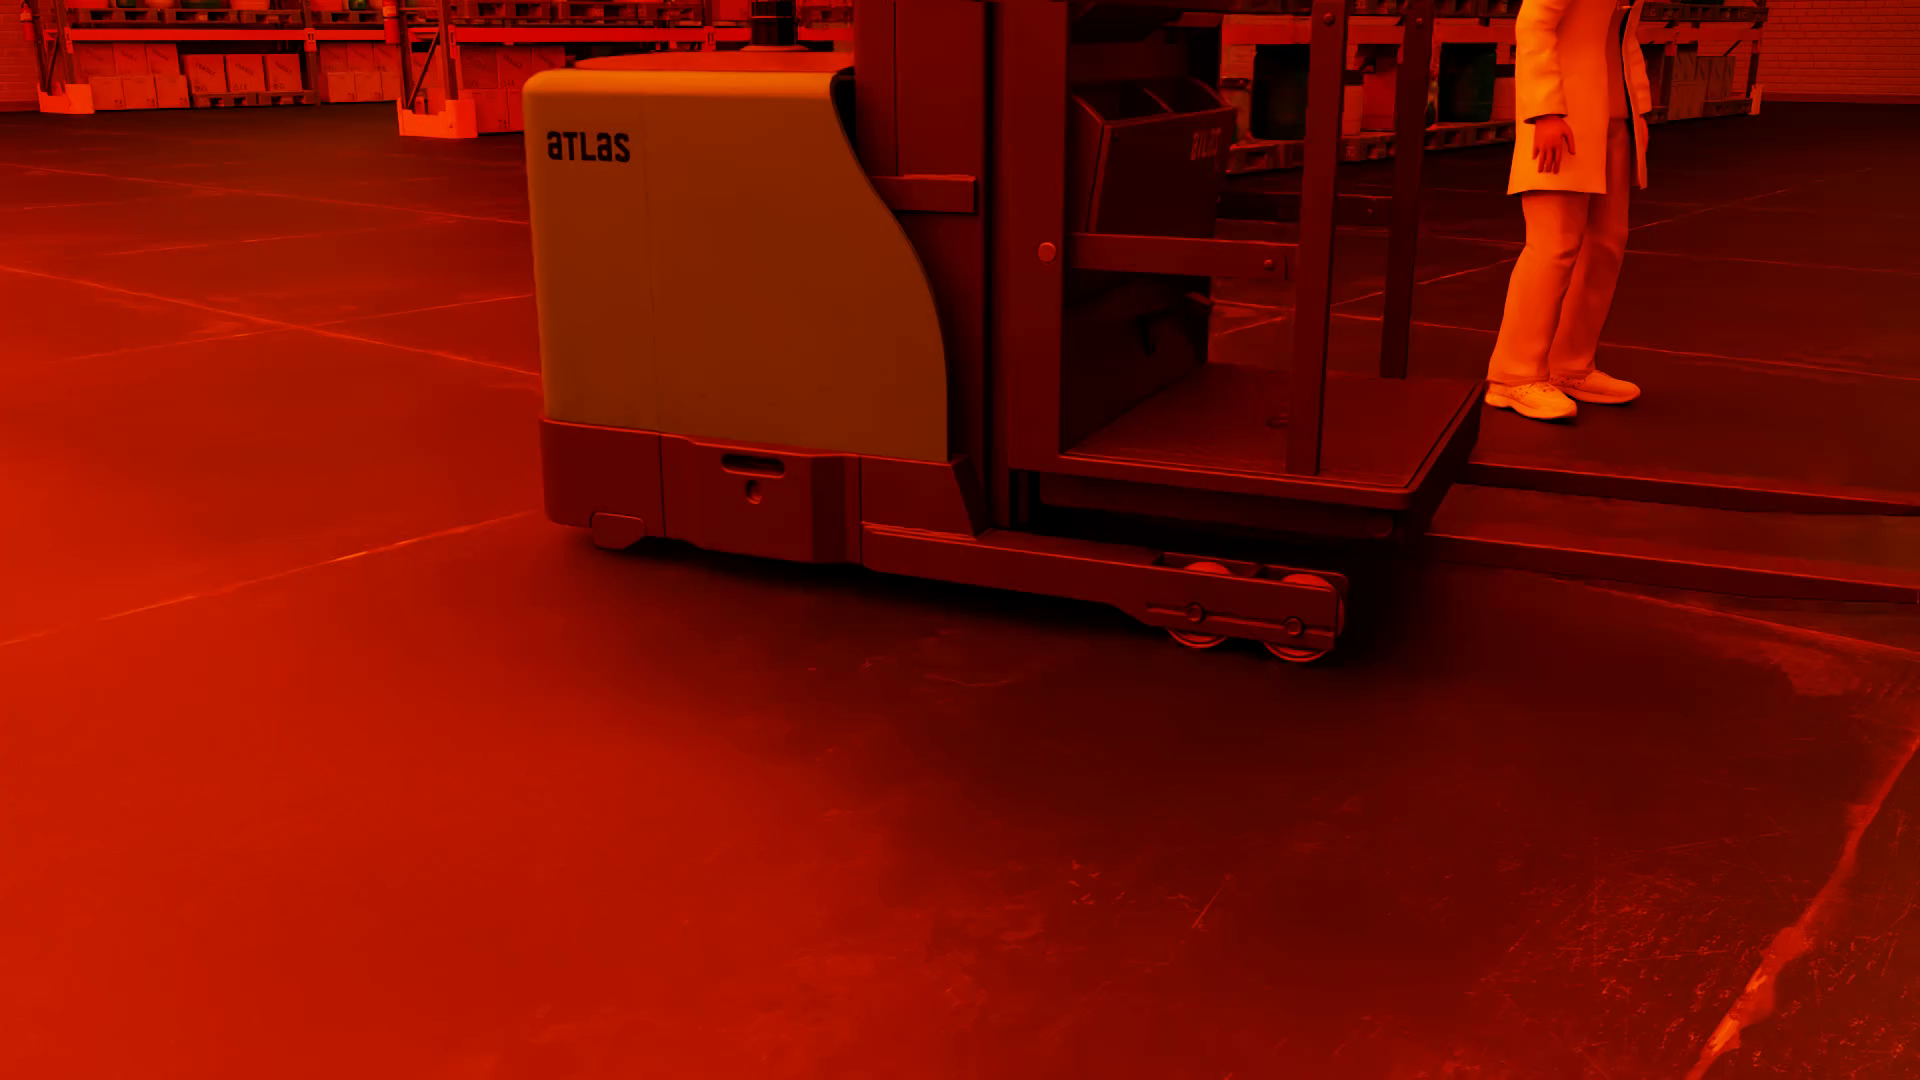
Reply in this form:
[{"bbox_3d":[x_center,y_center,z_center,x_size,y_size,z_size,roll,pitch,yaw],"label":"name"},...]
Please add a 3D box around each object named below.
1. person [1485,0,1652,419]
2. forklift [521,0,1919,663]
[{"bbox_3d":[1.940,-1.296,5.156,0.653,1.774,0.422,-14,22,-39],"label":"person"},{"bbox_3d":[0.594,-1.344,3.324,3.031,2.935,1.130,7,18,22],"label":"forklift"}]
